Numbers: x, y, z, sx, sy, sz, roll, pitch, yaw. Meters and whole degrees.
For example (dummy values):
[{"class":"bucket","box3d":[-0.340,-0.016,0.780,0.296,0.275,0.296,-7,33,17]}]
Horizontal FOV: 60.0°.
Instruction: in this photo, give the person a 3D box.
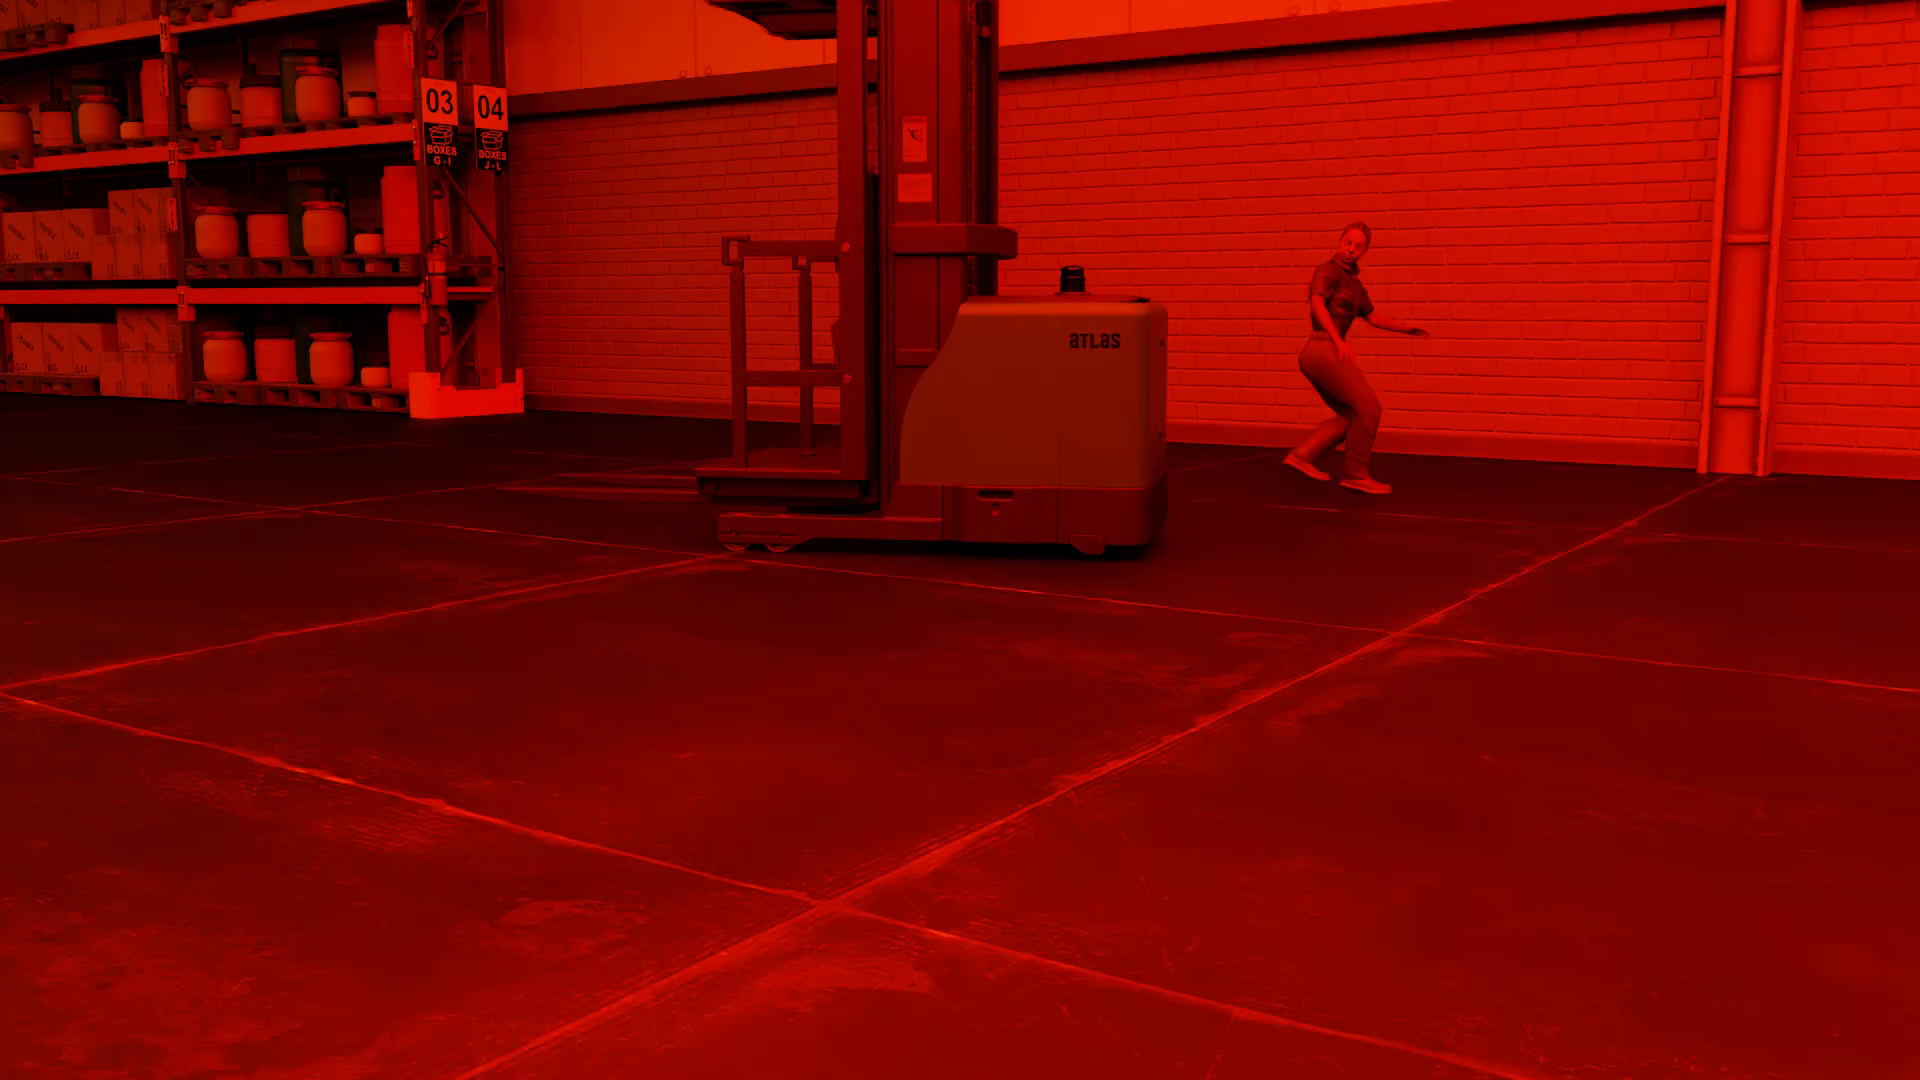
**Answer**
[{"class":"person","box3d":[2.232,-1.023,9.380,0.803,1.534,0.792,2,8,17]}]

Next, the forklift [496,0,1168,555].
[{"class":"forklift","box3d":[-0.596,-1.469,7.520,3.031,2.935,1.130,2,8,12]}]
